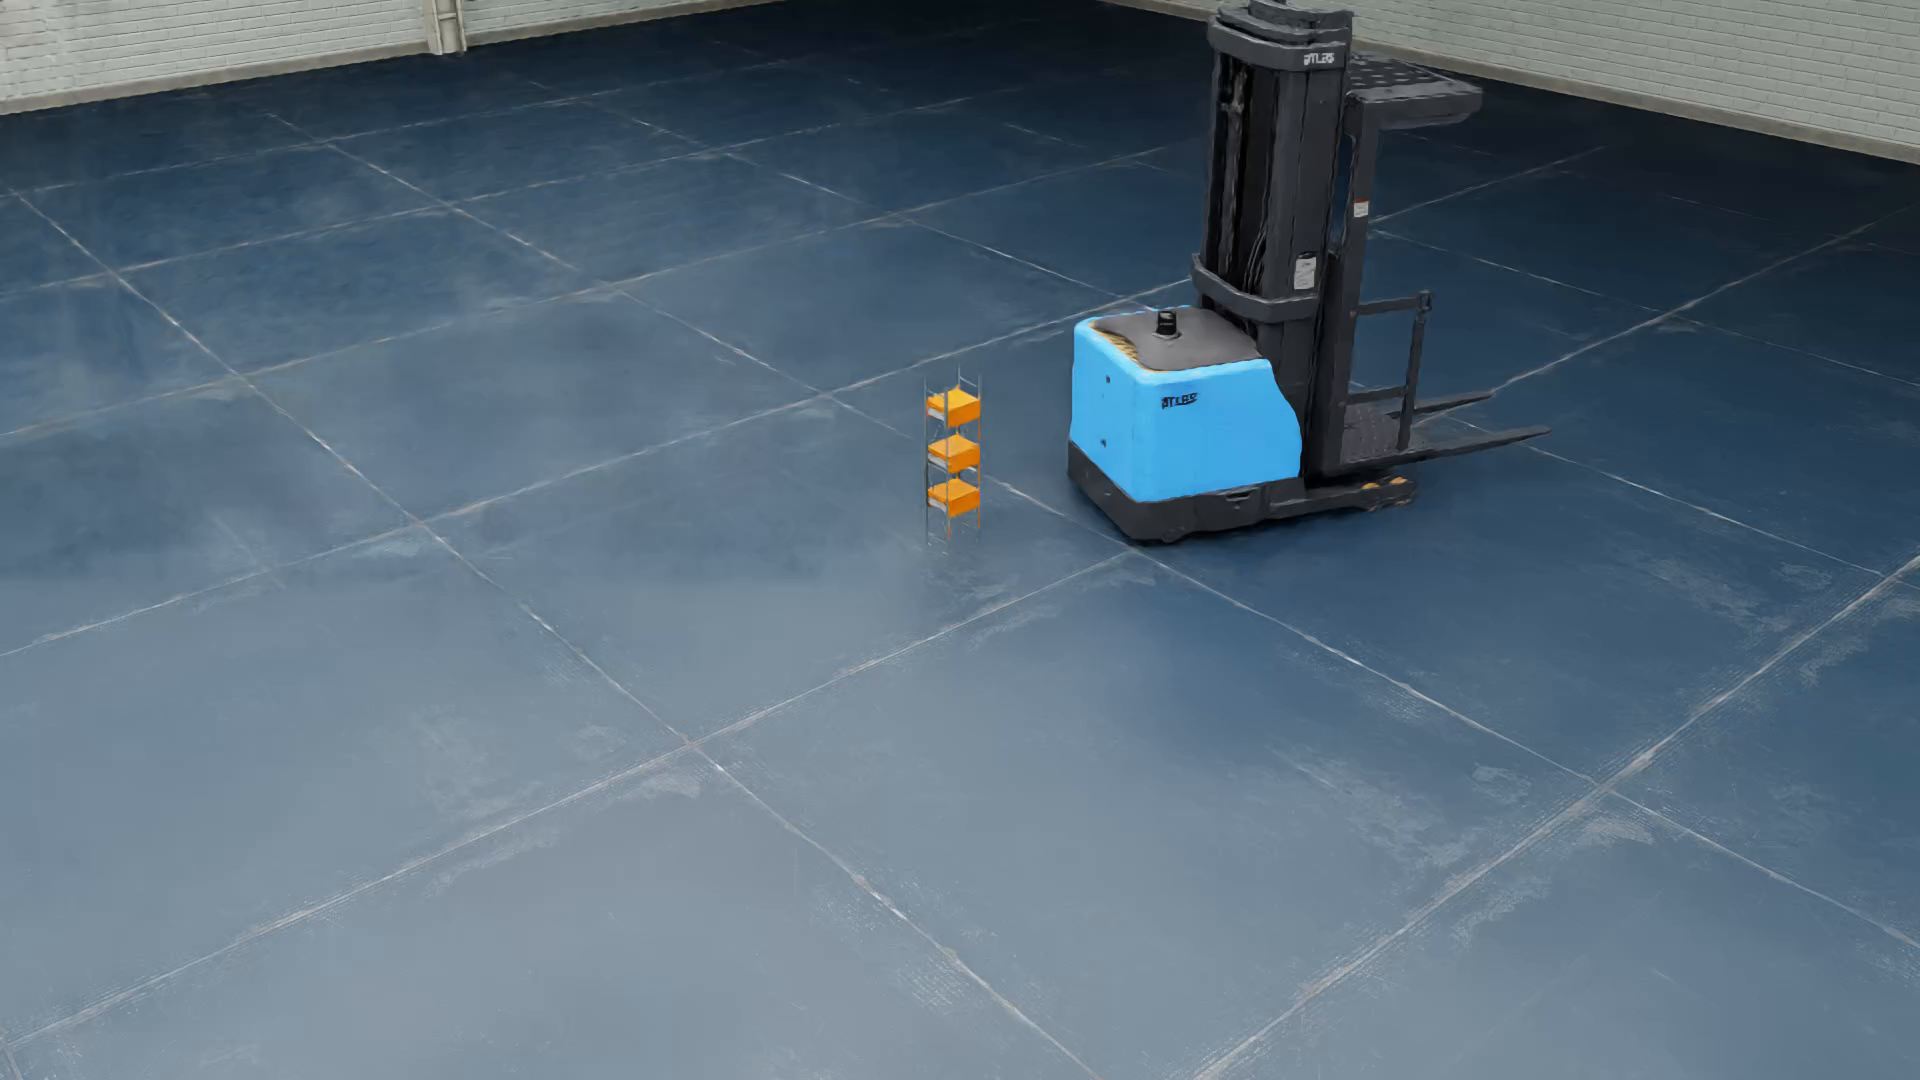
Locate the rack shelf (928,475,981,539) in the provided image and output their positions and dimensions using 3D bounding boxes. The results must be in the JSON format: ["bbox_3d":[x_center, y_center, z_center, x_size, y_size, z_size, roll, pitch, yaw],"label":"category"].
[{"bbox_3d":[-0.041,-0.192,9.608,0.240,0.259,0.215,-22,35,-35],"label":"rack shelf"}]

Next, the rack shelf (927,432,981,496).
[{"bbox_3d":[-0.041,-0.437,9.477,0.240,0.259,0.215,-22,35,-35],"label":"rack shelf"}]

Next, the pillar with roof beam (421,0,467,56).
[{"bbox_3d":[-3.867,-8.779,16.630,0.400,9.000,9.100,-22,35,-35],"label":"pillar with roof beam"}]

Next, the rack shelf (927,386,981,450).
[{"bbox_3d":[-0.041,-0.688,9.343,0.240,0.259,0.215,-22,35,-35],"label":"rack shelf"}]

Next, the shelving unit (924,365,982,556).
[{"bbox_3d":[-0.041,-0.447,9.472,0.252,1.050,0.215,-22,35,-35],"label":"shelving unit"}]

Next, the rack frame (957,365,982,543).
[{"bbox_3d":[0.052,-0.484,9.542,0.008,1.050,0.200,-22,35,-35],"label":"rack frame"}]

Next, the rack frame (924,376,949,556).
[{"bbox_3d":[-0.134,-0.409,9.402,0.008,1.050,0.200,-22,35,-35],"label":"rack frame"}]

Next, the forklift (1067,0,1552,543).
[{"bbox_3d":[2.240,-1.694,9.811,3.031,2.935,1.130,-10,30,-18],"label":"forklift"}]
